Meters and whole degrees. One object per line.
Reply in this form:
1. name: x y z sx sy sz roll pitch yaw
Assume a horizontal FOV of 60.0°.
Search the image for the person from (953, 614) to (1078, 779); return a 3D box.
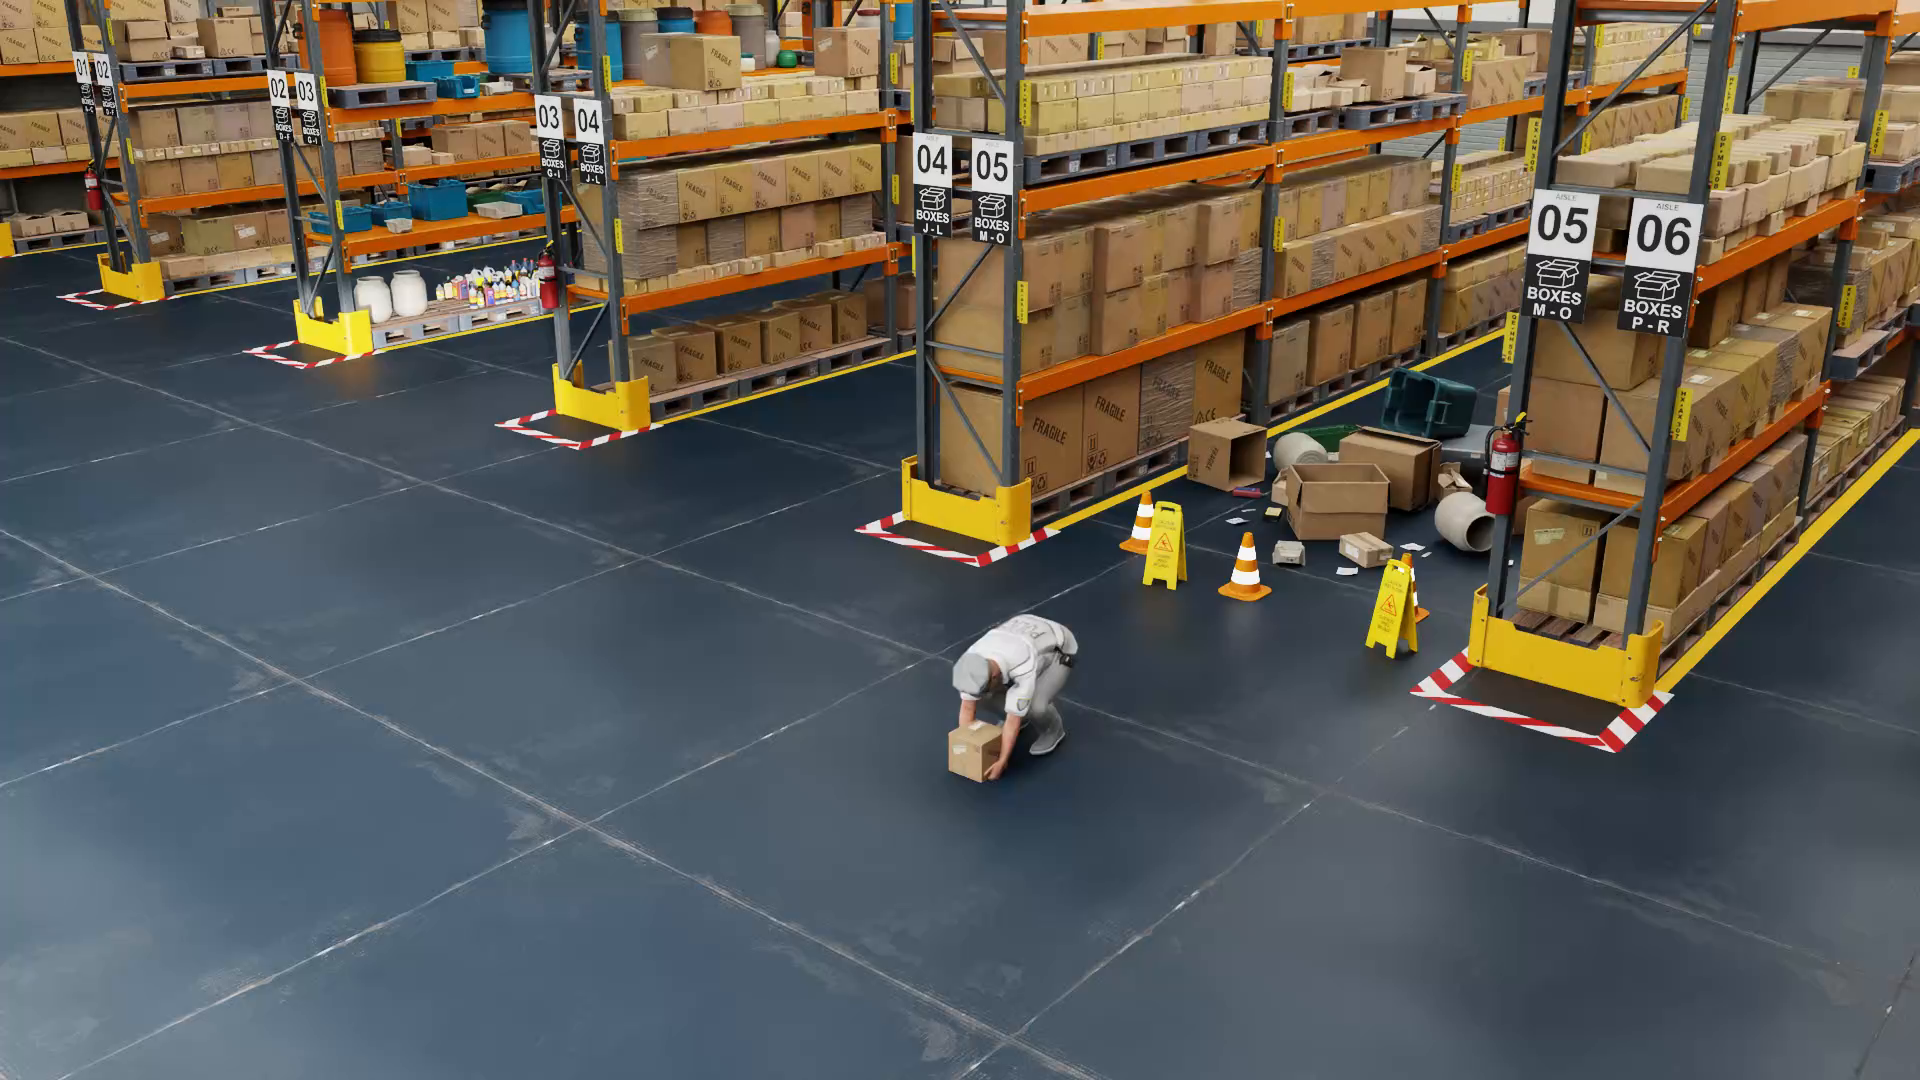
1. person: 0.307 0.918 9.975 0.530 0.815 1.029 15 25 35
